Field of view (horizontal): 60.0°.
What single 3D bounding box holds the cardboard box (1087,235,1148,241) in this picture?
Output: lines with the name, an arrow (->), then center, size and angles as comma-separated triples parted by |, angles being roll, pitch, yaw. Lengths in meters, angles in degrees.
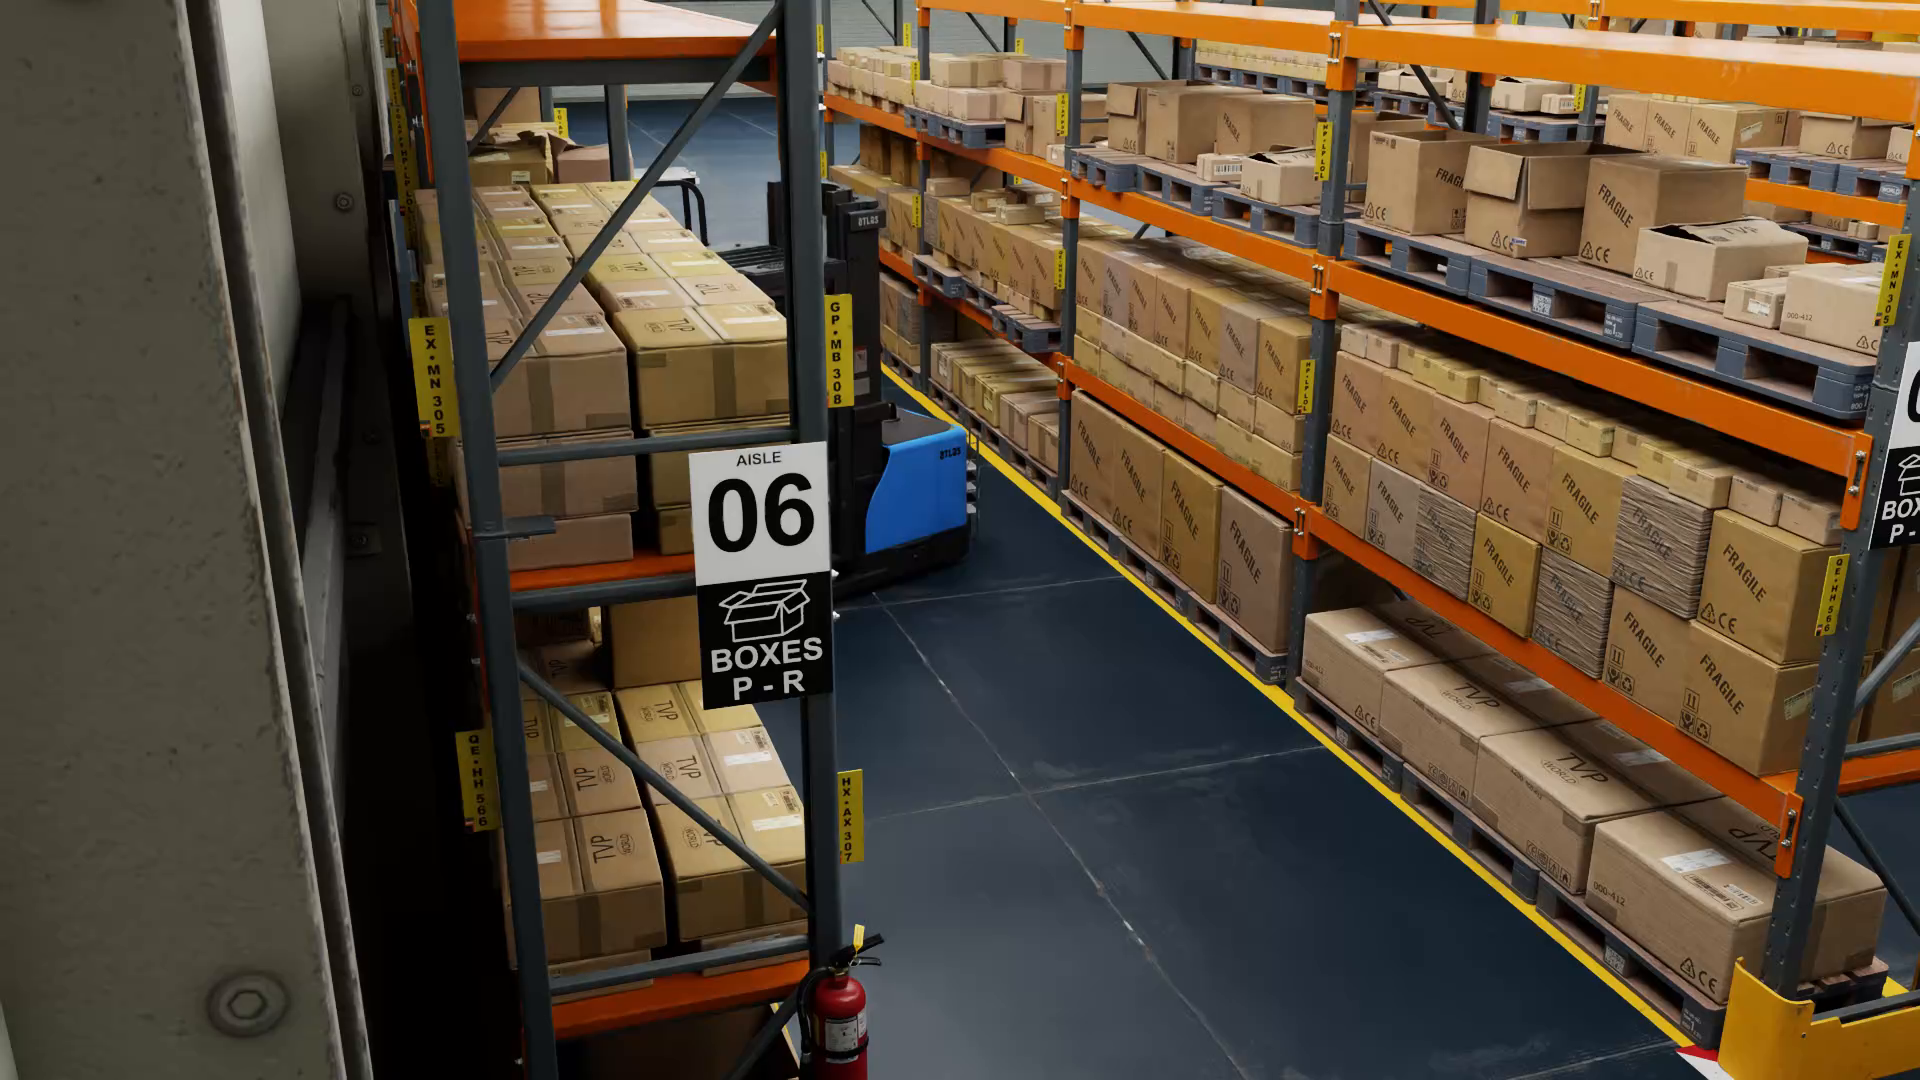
cardboard box -> 1.405, -2.307, 14.192 | 0.500, 0.500, 0.500 | -7, 21, -19

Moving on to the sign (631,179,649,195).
sign -> -1.614, -1.656, 8.387 | 0.100, 0.325, 0.005 | -6, 21, -17

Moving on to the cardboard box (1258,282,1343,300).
cardboard box -> 2.377, -1.480, 11.473 | 0.500, 0.500, 0.500 | -7, 21, -19

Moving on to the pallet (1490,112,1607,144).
pallet -> 5.741, -3.835, 15.498 | 1.213, 0.211, 1.003 | -5, 20, -15

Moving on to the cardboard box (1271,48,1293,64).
cardboard box -> 4.025, -5.774, 19.631 | 0.500, 0.250, 0.500 | -7, 21, -18

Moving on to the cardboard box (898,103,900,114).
cardboard box -> -0.453, -4.655, 17.874 | 0.380, 0.149, 0.250 | -7, 21, -19

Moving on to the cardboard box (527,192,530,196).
cardboard box -> -2.332, -1.703, 8.445 | 0.380, 0.149, 0.250 | -7, 21, -18

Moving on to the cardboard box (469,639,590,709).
cardboard box -> -1.903, 0.503, 7.359 | 0.500, 0.250, 0.500 | -6, 21, -16

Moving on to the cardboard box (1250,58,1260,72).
cardboard box -> 3.760, -5.786, 20.253 | 0.380, 0.149, 0.250 | -6, 21, -17

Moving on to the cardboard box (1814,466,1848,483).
cardboard box -> 3.843, -0.228, 7.029 | 0.380, 0.149, 0.250 | -6, 21, -16

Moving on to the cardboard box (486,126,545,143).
cardboard box -> -3.013, -2.719, 11.303 | 0.380, 0.149, 0.250 | -7, 21, -19

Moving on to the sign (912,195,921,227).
sign -> -0.443, -3.384, 17.119 | 0.100, 0.325, 0.005 | -6, 21, -17

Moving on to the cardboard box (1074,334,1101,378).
cardboard box -> 1.242, -1.499, 13.373 | 0.500, 0.250, 0.500 | -7, 21, -18

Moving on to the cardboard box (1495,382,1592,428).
cardboard box -> 2.898, -0.673, 8.265 | 0.380, 0.149, 0.250 | -6, 21, -17

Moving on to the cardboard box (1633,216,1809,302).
cardboard box -> 3.418, -1.286, 7.484 | 0.500, 0.311, 0.500 | -6, 21, -16

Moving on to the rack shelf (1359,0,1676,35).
rack shelf -> 5.366, -5.250, 16.376 | 1.077, 0.370, 4.000 | -6, 21, -17

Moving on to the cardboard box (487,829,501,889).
cardboard box -> -1.547, 1.141, 6.173 | 0.380, 0.149, 0.250 | -6, 21, -17

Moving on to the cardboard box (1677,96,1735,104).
cardboard box -> 6.139, -3.728, 13.641 | 0.396, 0.266, 0.258 | -6, 21, -17

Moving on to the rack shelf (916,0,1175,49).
rack shelf -> 0.698, -4.691, 14.821 | 1.077, 0.370, 4.000 | -6, 21, -17

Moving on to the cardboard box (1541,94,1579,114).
cardboard box -> 5.597, -4.027, 15.328 | 0.380, 0.166, 0.250 | -6, 21, -17

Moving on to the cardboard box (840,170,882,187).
cardboard box -> -1.136, -4.160, 19.973 | 0.500, 0.500, 0.500 | -6, 21, -16

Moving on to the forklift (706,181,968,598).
forklift -> -1.366, -1.009, 11.889 | 3.031, 2.935, 1.130 | -17, 26, -39

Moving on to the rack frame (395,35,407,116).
rack frame -> -4.641, -5.331, 14.947 | 1.000, 3.000, 0.127 | -6, 21, -17

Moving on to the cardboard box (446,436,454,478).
cardboard box -> -1.440, -0.415, 5.479 | 0.500, 0.250, 0.500 | -6, 21, -17

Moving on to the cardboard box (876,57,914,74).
cardboard box -> -0.709, -5.193, 18.192 | 0.380, 0.149, 0.250 | -6, 21, -17

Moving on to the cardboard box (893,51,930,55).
cardboard box -> -0.558, -5.579, 19.266 | 0.380, 0.149, 0.250 | -6, 21, -17

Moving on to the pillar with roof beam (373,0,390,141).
pillar with roof beam -> -9.992, -14.455, 40.348 | 9.100, 9.000, 0.400 | -6, 21, -17

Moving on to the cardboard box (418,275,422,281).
cardboard box -> -4.426, -2.154, 14.459 | 0.500, 0.250, 0.500 | -7, 21, -19

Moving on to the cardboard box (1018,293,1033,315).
cardboard box -> 0.726, -2.067, 14.484 | 0.380, 0.149, 0.250 | -7, 21, -18

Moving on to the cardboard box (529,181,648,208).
cardboard box -> -1.740, -1.521, 7.818 | 0.500, 0.250, 0.500 | -6, 21, -17

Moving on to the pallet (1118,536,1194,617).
pallet -> 1.883, 0.211, 12.516 | 1.003, 0.211, 1.213 | -6, 21, -17

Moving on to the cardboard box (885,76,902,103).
cardboard box -> -0.485, -4.793, 17.667 | 0.500, 0.250, 0.500 | -7, 21, -18

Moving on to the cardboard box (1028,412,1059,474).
cardboard box -> 1.159, -0.896, 14.740 | 0.950, 0.372, 0.625 | -8, 21, -21

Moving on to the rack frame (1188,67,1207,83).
rack frame -> 3.480, -4.879, 22.561 | 1.000, 3.000, 0.127 | -6, 21, -17

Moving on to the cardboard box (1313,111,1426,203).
cardboard box -> 2.582, -2.439, 10.564 | 0.500, 0.500, 0.500 | -7, 21, -18

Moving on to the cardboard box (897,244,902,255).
cardboard box -> -0.479, -3.242, 18.376 | 0.380, 0.149, 0.250 | -7, 21, -18

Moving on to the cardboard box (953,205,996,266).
cardboard box -> 0.245, -2.920, 15.898 | 0.500, 0.500, 0.500 | -7, 21, -18

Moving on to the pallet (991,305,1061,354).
pallet -> 1.002, -1.880, 14.497 | 1.213, 0.211, 1.003 | -6, 21, -17

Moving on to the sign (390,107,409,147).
sign -> -3.914, -2.860, 11.623 | 0.100, 0.325, 0.005 | -6, 21, -17

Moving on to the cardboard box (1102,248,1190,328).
cardboard box -> 1.415, -1.928, 12.720 | 0.500, 0.500, 0.500 | -6, 21, -17

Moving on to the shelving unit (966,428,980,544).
shelving unit -> 0.003, -0.421, 13.257 | 0.258, 0.900, 0.210 | -6, 21, -17

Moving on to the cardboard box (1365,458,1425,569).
cardboard box -> 2.637, -0.176, 9.321 | 0.500, 0.500, 0.500 | -6, 21, -17

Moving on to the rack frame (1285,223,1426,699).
rack frame -> 2.584, -0.469, 10.286 | 1.000, 3.000, 0.127 | -6, 21, -17

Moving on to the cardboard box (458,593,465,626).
cardboard box -> -2.794, 0.405, 9.969 | 0.380, 0.149, 0.250 | -7, 21, -20

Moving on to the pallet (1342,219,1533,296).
pallet -> 2.831, -1.576, 9.060 | 1.003, 0.211, 1.213 | -6, 21, -17

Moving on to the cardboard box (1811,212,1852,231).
cardboard box -> 10.110, -3.789, 18.755 | 0.797, 0.503, 0.637 | -4, 20, -12

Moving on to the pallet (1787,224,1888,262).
pallet -> 10.073, -3.346, 18.580 | 1.003, 0.211, 1.213 | -6, 21, -17

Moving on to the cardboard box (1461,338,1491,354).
cardboard box -> 3.032, -1.050, 9.316 | 0.380, 0.149, 0.250 | -6, 21, -17

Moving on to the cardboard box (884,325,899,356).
cardboard box -> -0.548, -2.271, 18.748 | 0.500, 0.250, 0.500 | -7, 21, -19

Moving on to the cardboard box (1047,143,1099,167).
cardboard box -> 0.943, -3.204, 13.834 | 0.380, 0.149, 0.250 | -6, 21, -17
